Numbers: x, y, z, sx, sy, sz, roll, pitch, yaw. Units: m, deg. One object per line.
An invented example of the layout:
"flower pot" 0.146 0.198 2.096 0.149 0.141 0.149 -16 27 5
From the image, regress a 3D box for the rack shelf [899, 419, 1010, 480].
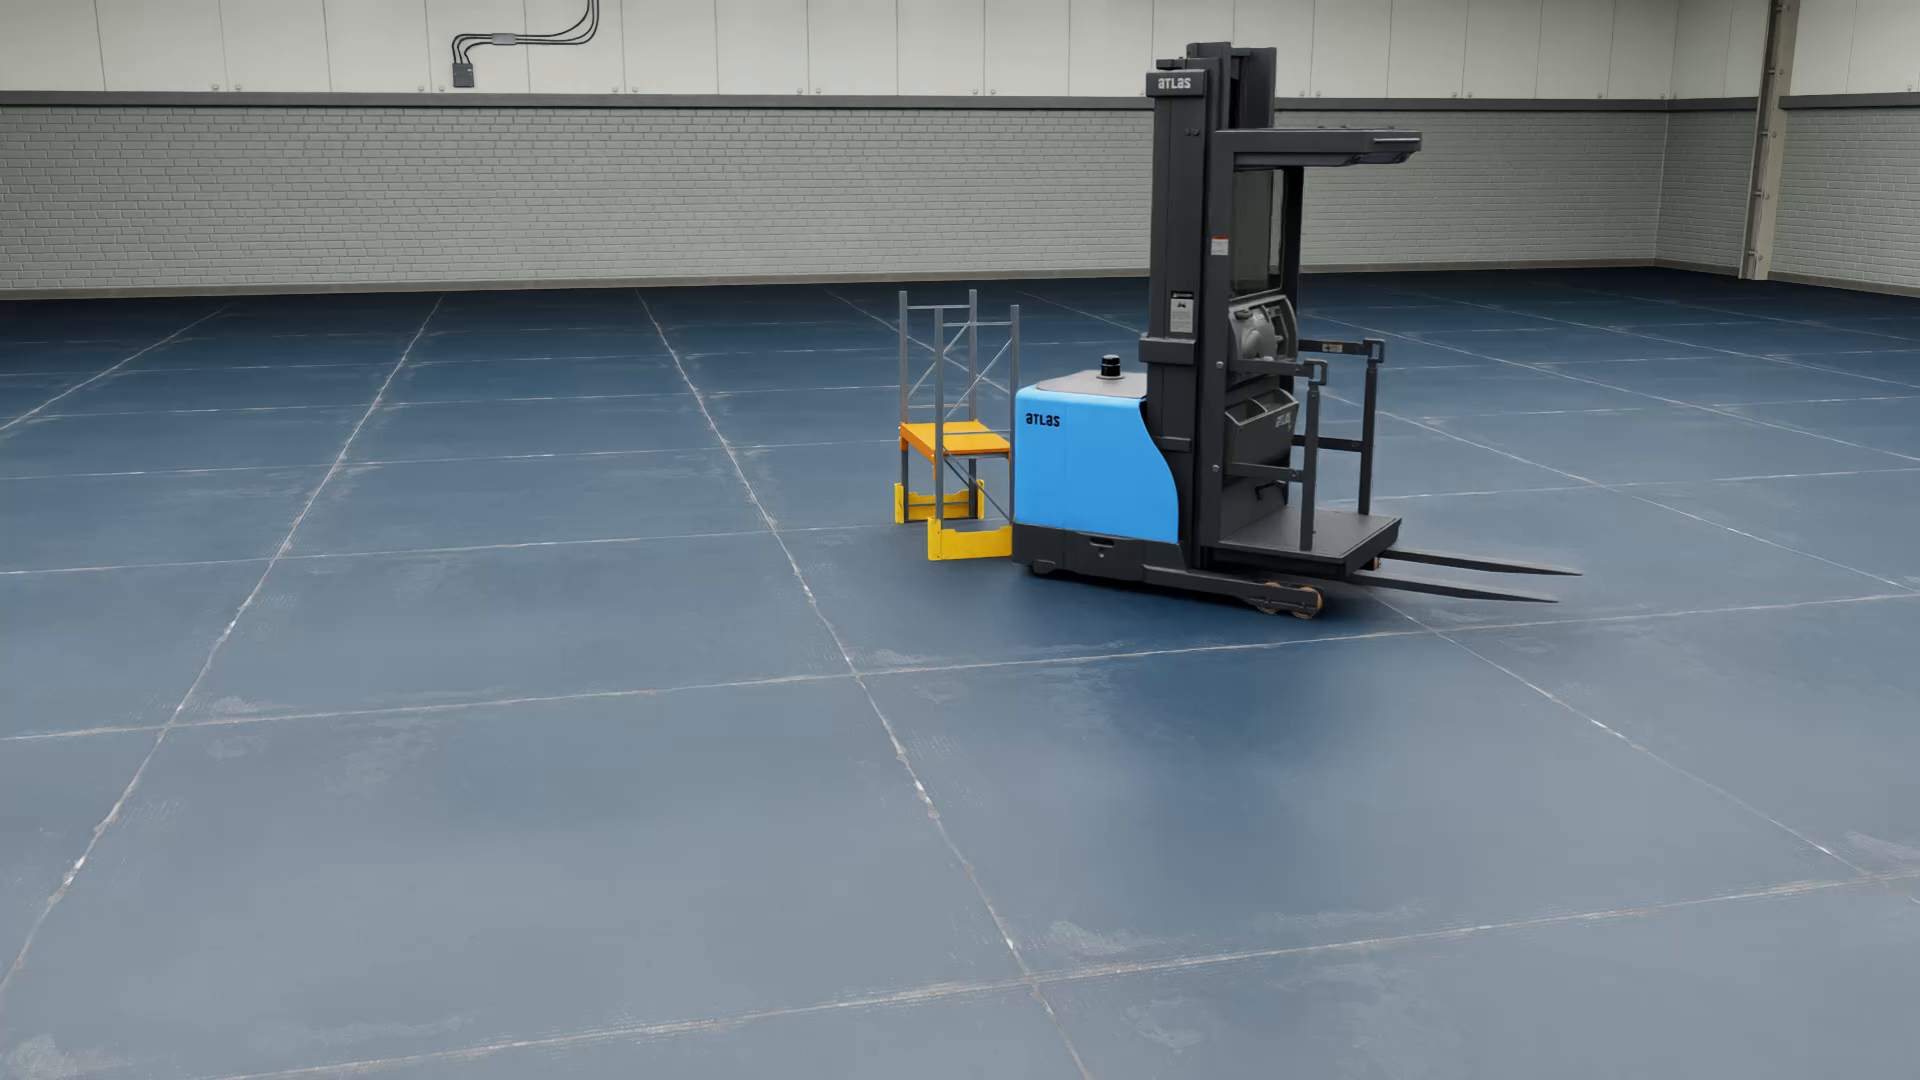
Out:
"rack shelf" -0.020 -0.574 10.372 0.538 0.185 1.000 -3 14 -13

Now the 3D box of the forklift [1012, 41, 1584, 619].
"forklift" 1.830 -1.154 8.973 3.031 2.935 1.130 8 16 30

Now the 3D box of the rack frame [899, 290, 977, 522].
"rack frame" -0.139 -0.866 10.810 0.500 1.500 0.032 -3 14 -13

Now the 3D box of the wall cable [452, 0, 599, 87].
"wall cable" -6.860 -10.133 25.777 2.305 6.003 0.169 -3 14 -13

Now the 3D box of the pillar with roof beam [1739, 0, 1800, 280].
"pillar with roof beam" 9.749 -8.718 27.150 9.100 9.000 0.400 -3 14 -13

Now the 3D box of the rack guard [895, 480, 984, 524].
"rack guard" -0.135 -0.254 10.940 0.587 0.250 0.087 -3 14 -13

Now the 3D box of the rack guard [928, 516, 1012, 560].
"rack guard" 0.099 -0.024 9.999 0.587 0.250 0.087 -3 14 -13

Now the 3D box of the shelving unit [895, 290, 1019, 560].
"shelving unit" -0.018 -0.746 10.321 0.587 1.500 1.083 -3 14 -13

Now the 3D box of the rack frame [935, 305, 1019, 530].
"rack frame" 0.099 -0.631 9.850 0.500 1.500 0.032 -3 14 -13
